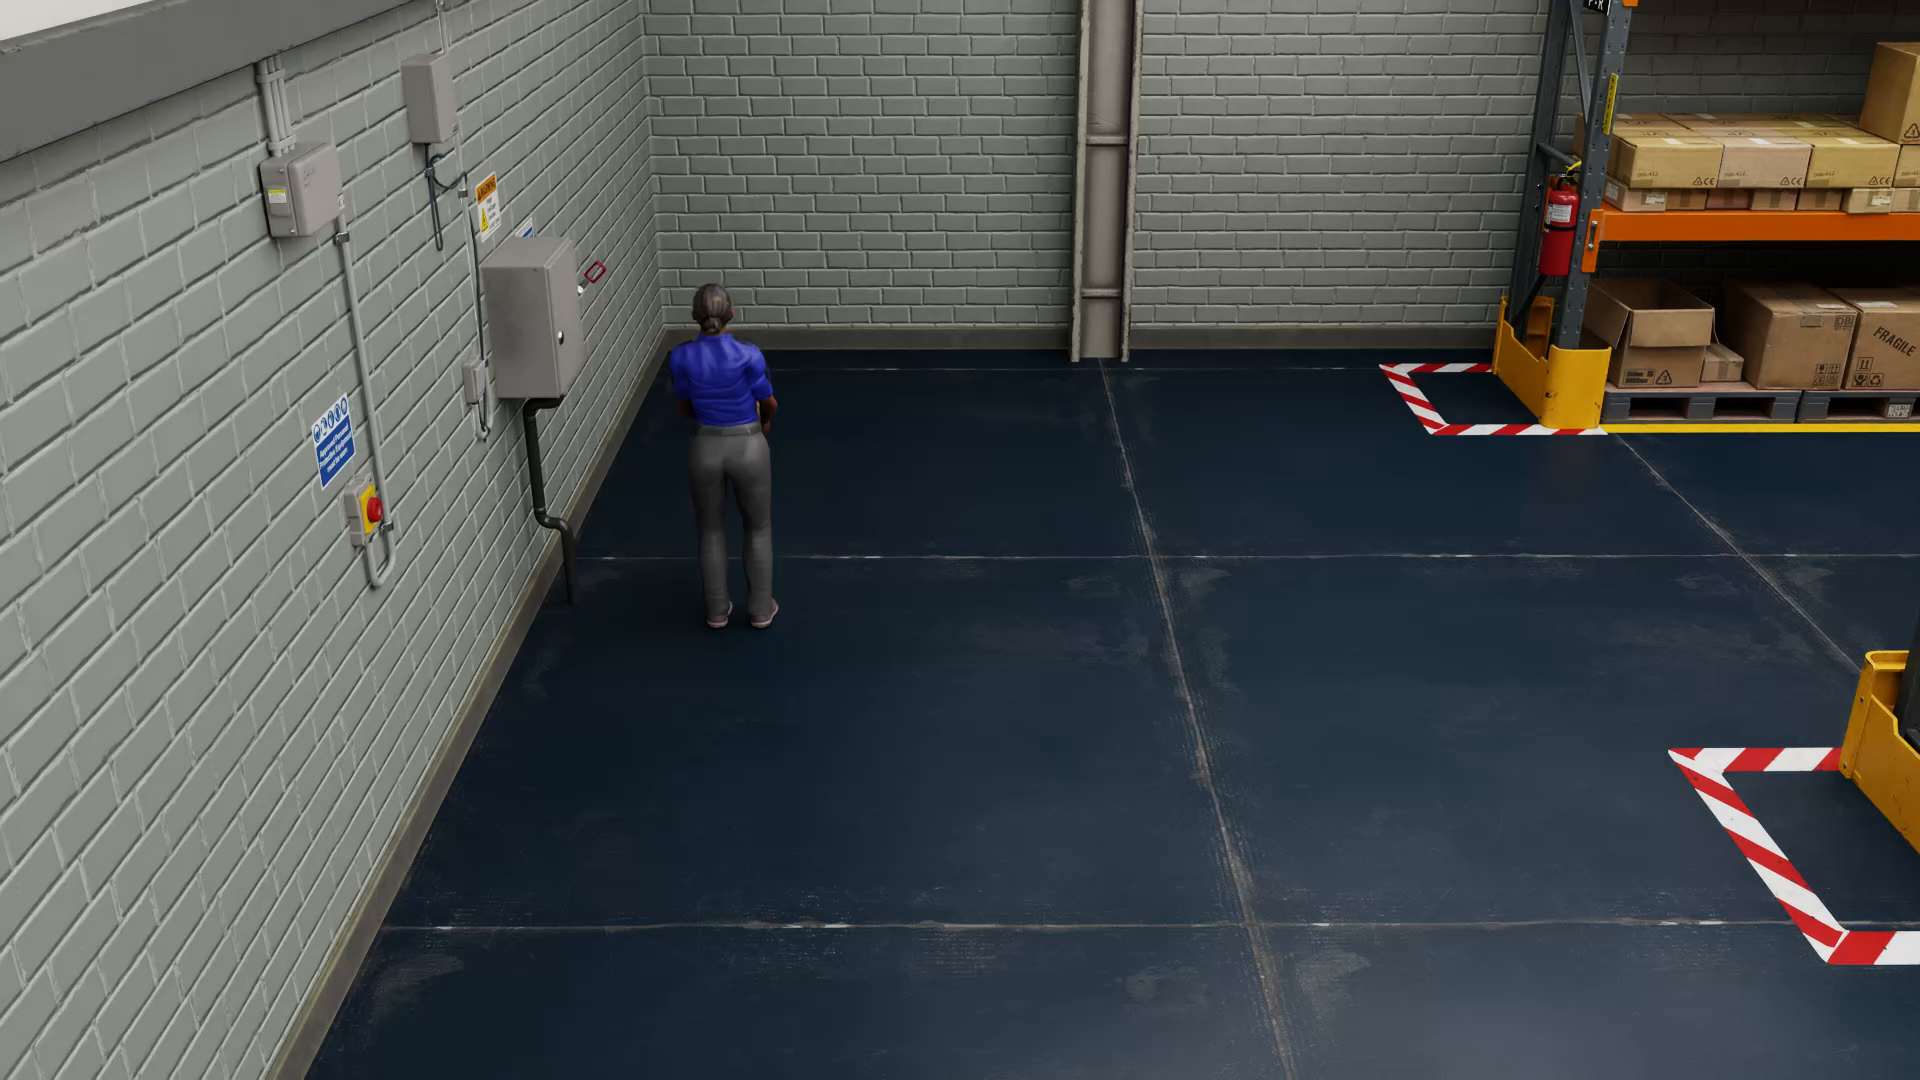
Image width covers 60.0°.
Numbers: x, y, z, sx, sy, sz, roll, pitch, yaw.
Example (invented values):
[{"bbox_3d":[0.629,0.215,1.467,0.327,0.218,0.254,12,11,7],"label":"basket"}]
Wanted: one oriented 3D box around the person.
[{"bbox_3d":[-1.031,-0.382,7.486,0.451,1.637,0.518,0,24,1],"label":"person"}]
